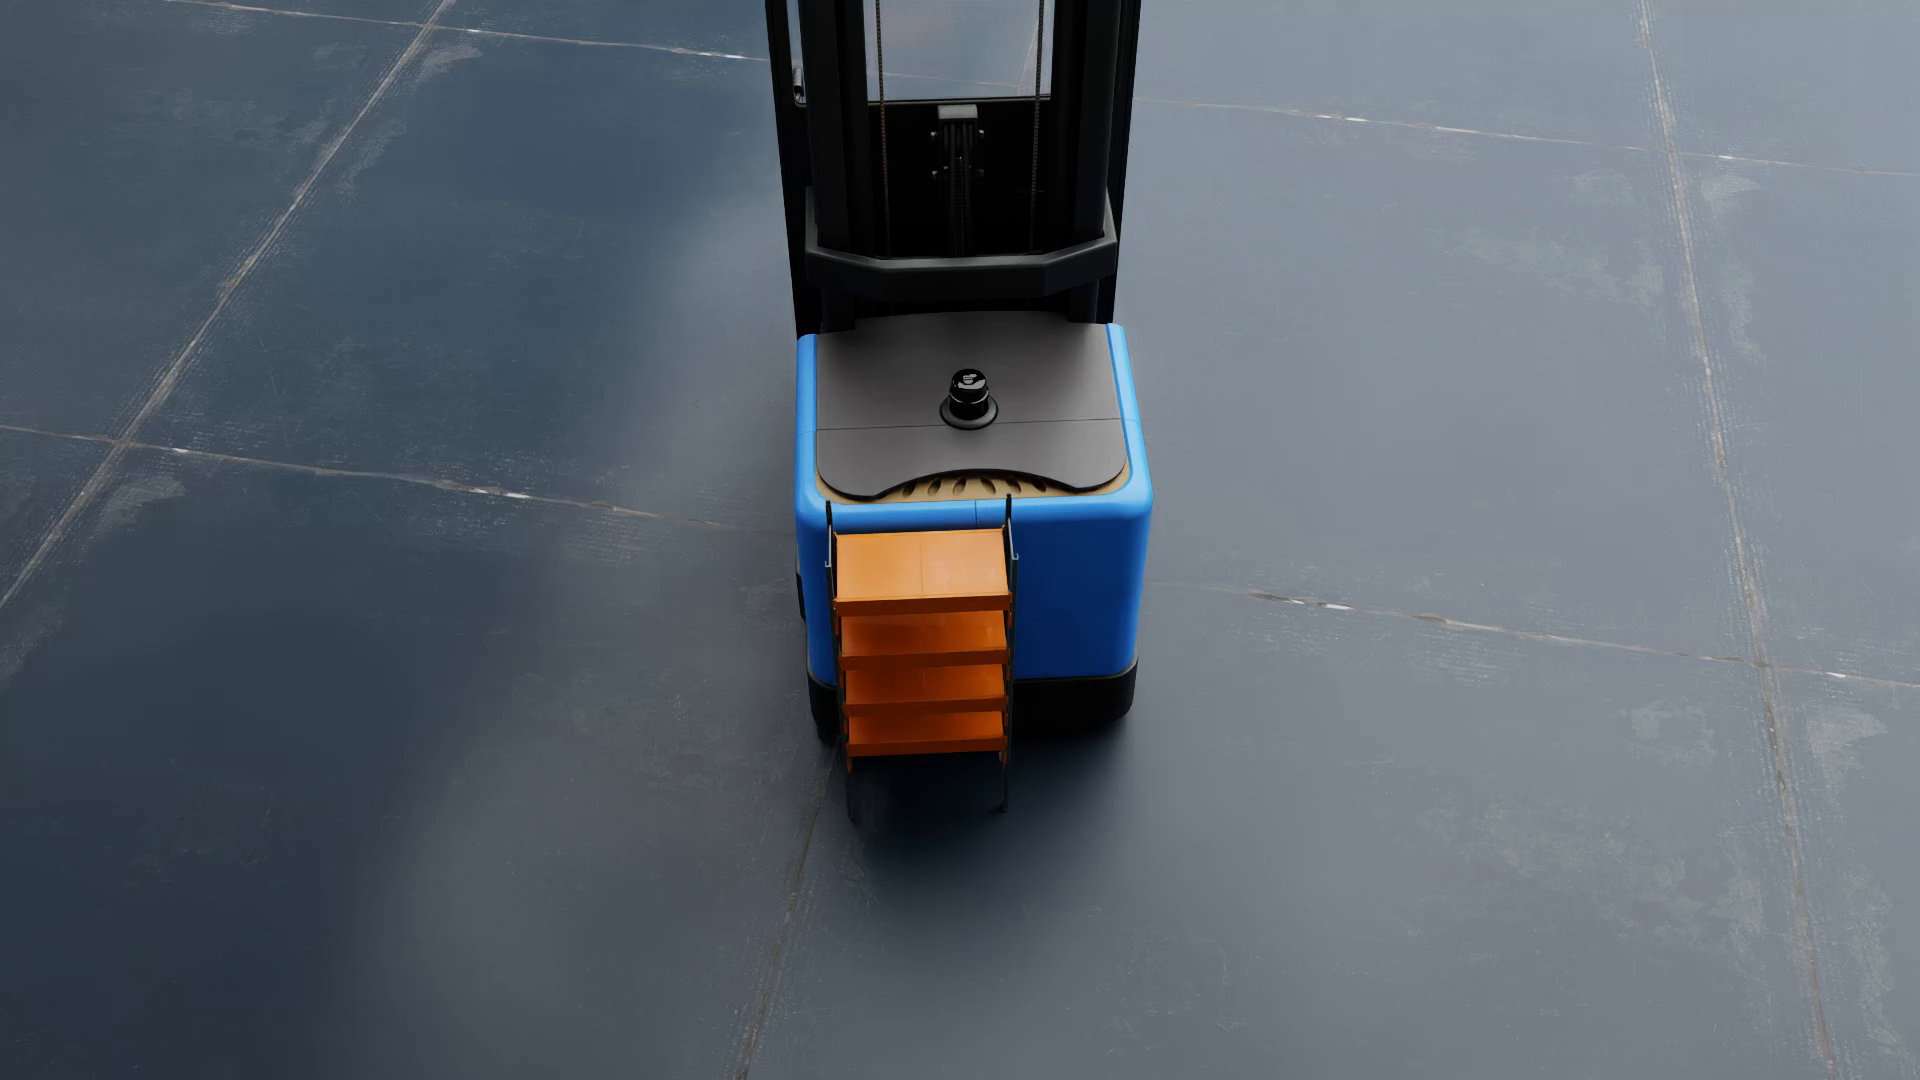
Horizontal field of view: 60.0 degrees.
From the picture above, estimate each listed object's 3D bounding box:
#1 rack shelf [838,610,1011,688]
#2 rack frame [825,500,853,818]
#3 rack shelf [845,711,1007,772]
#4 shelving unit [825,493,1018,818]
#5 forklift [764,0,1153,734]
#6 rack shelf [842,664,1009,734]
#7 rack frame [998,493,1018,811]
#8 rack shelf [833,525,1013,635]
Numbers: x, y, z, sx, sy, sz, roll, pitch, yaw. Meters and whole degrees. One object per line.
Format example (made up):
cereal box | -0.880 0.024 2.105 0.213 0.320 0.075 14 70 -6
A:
rack shelf | -0.106 0.268 4.742 0.480 0.148 0.258 -2 48 -2
rack frame | -0.349 0.382 4.849 0.015 1.200 0.240 -2 48 -2
rack shelf | -0.106 0.550 5.056 0.480 0.148 0.258 -2 48 -2
shelving unit | -0.106 0.372 4.858 0.503 1.200 0.258 -2 48 -2
forklift | -0.033 -1.448 5.330 1.130 2.935 3.031 -2 48 -2
rack shelf | -0.106 0.417 4.908 0.480 0.148 0.258 -2 48 -2
rack frame | 0.138 0.362 4.867 0.015 1.200 0.240 -2 48 -2
rack shelf | -0.106 0.109 4.566 0.480 0.148 0.258 -2 48 -2
